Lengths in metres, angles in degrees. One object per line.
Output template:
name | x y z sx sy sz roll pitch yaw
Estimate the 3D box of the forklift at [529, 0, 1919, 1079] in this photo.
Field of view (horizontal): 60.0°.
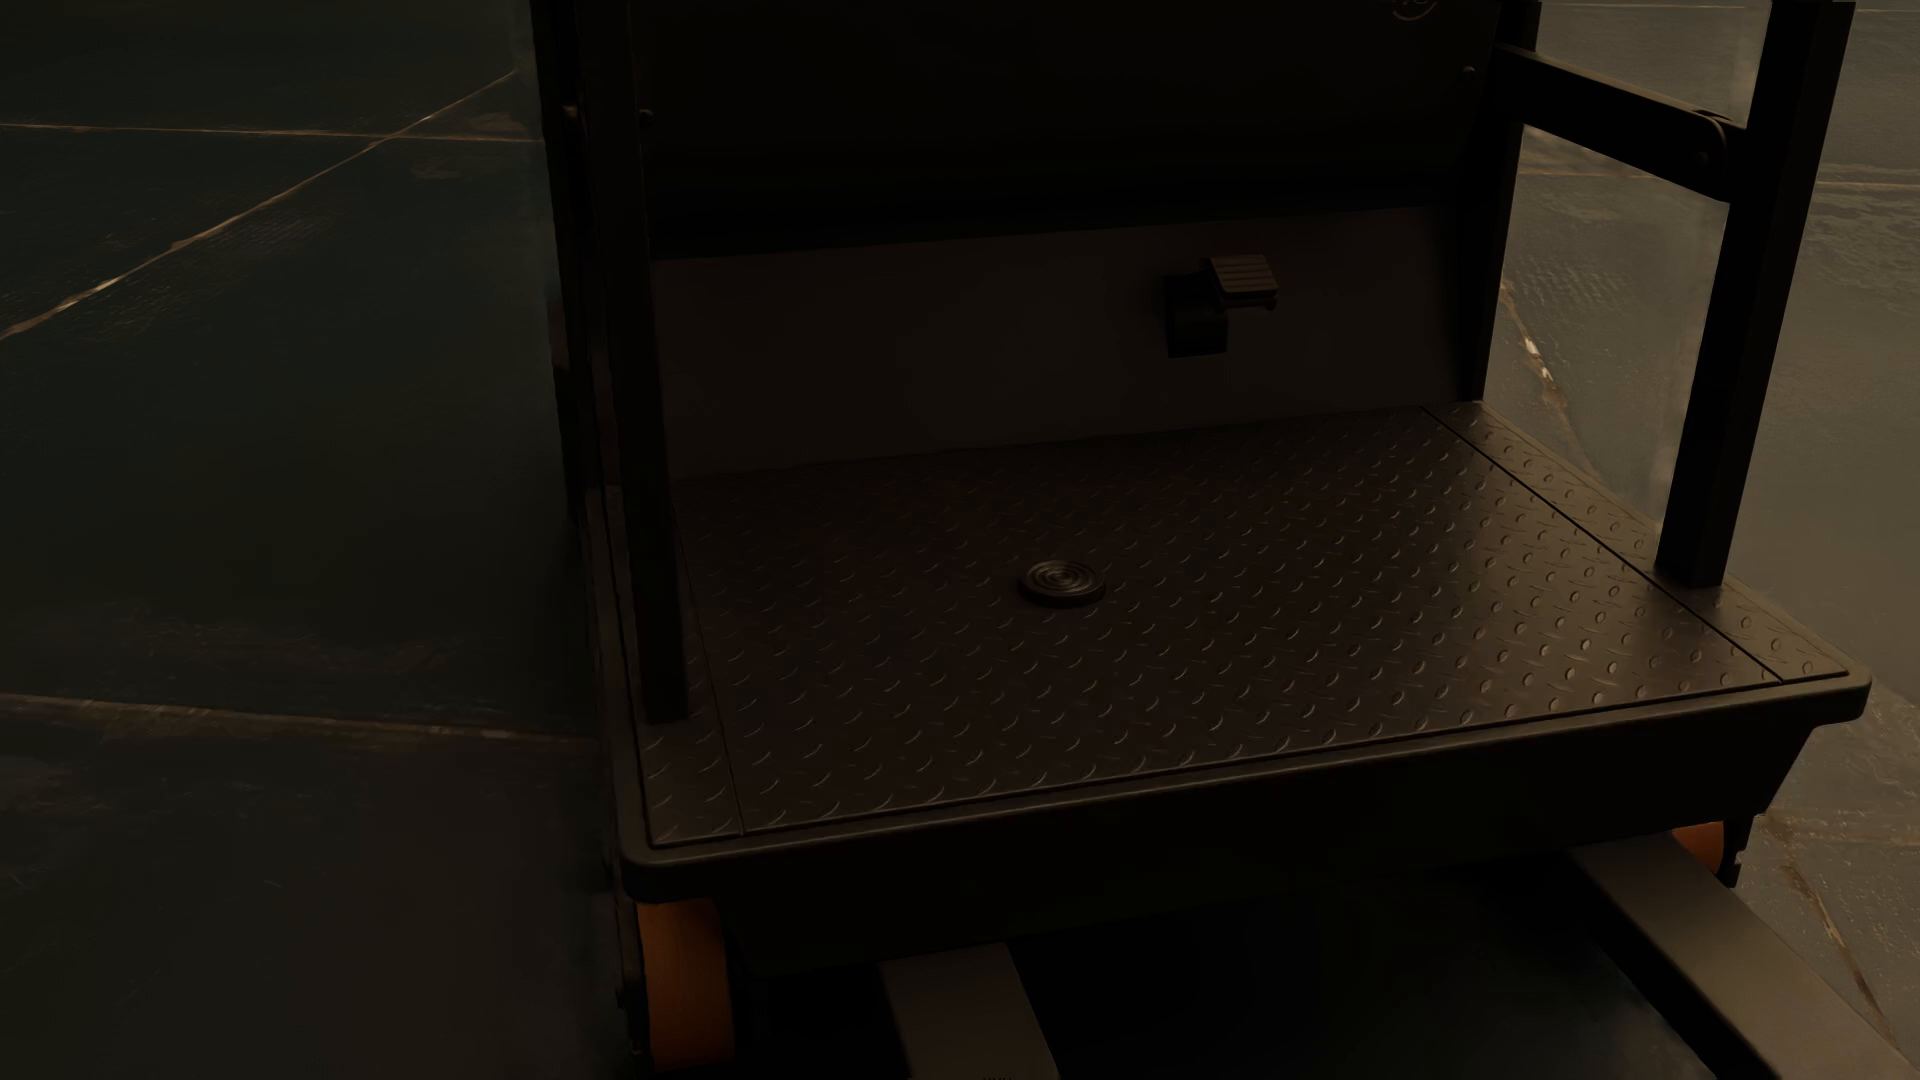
forklift | 0.165 -1.015 1.252 1.130 2.935 3.031 -6 27 -12
